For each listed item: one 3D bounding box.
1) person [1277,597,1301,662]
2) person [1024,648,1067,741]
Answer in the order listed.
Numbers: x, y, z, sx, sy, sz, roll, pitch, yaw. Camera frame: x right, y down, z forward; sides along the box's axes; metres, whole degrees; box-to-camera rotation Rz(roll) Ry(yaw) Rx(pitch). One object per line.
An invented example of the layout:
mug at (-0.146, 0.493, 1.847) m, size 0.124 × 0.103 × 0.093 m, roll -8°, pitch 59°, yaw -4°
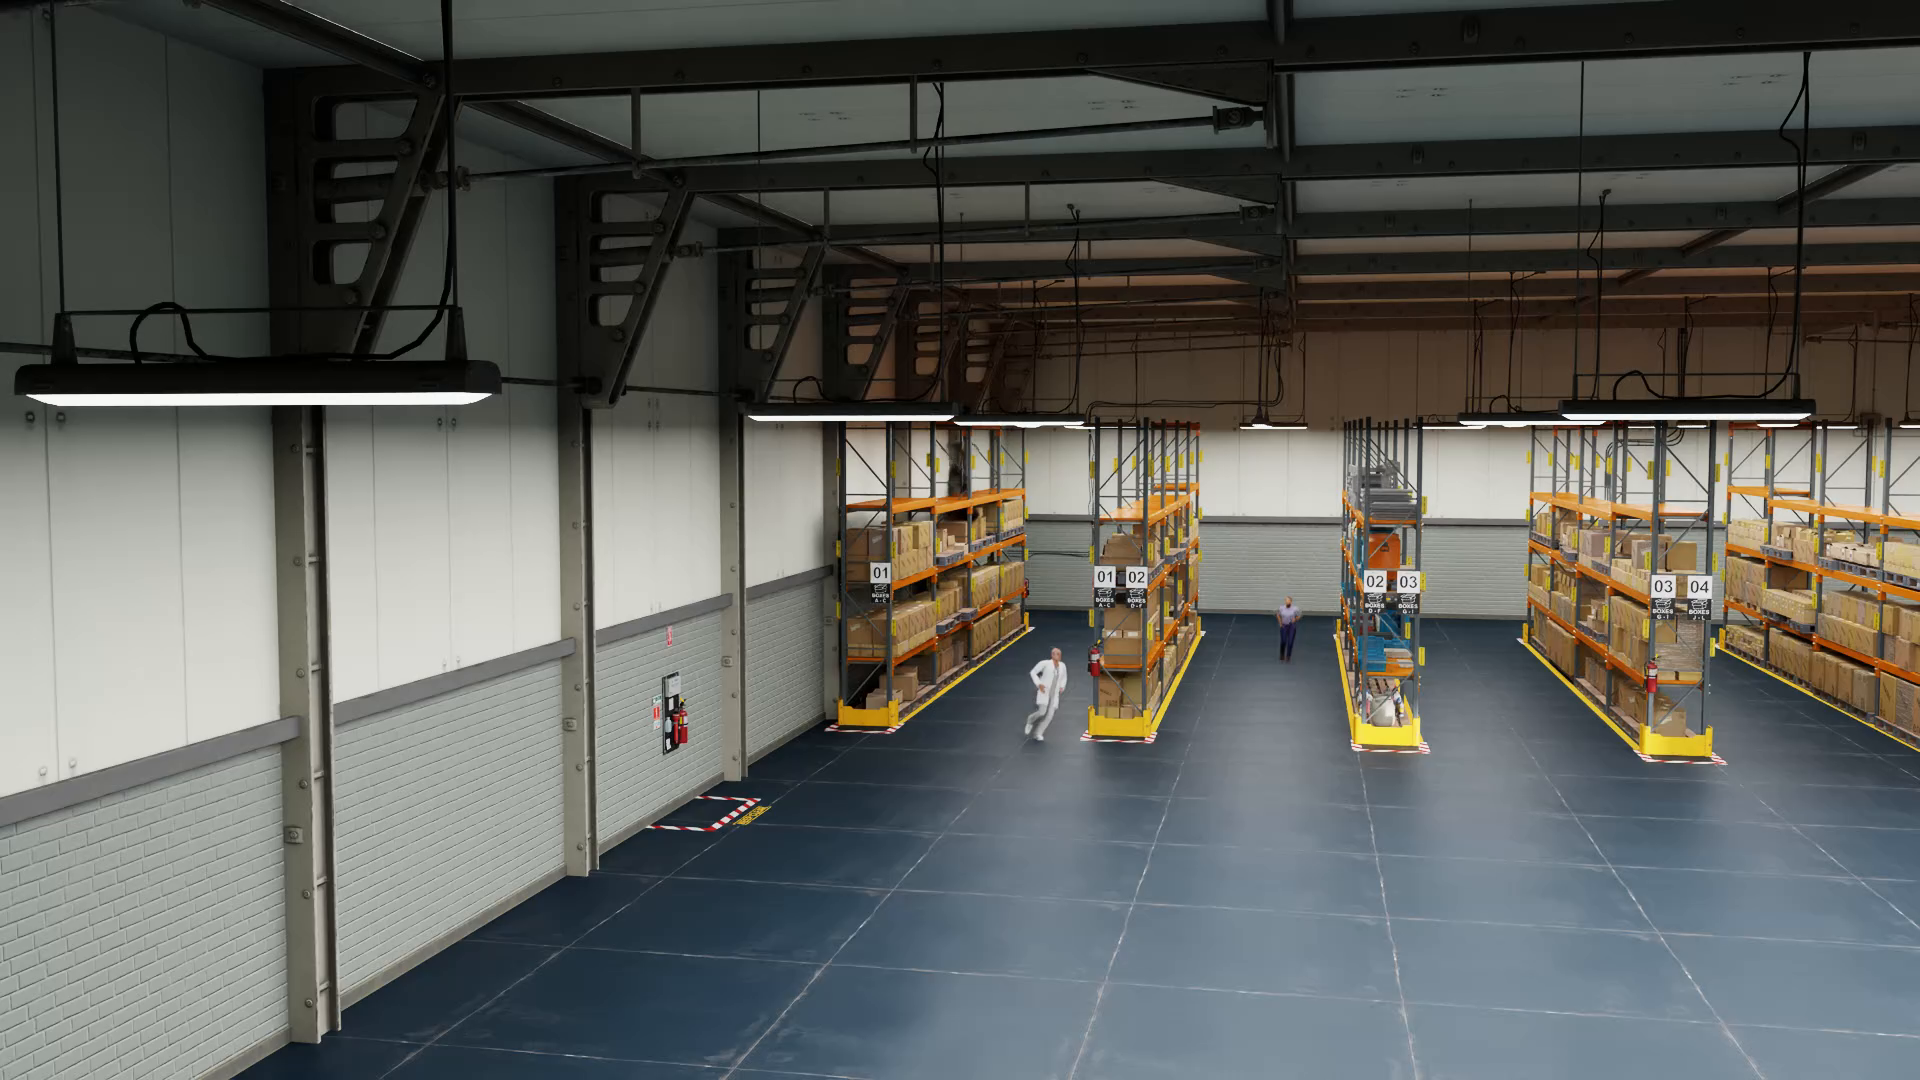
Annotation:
person at (8.197, 2.232, 41.463) m, size 0.580 × 1.626 × 0.638 m, roll 1°, pitch 4°, yaw 11°
person at (1.650, 2.866, 31.101) m, size 0.774 × 1.694 × 0.648 m, roll -2°, pitch 4°, yaw -24°
